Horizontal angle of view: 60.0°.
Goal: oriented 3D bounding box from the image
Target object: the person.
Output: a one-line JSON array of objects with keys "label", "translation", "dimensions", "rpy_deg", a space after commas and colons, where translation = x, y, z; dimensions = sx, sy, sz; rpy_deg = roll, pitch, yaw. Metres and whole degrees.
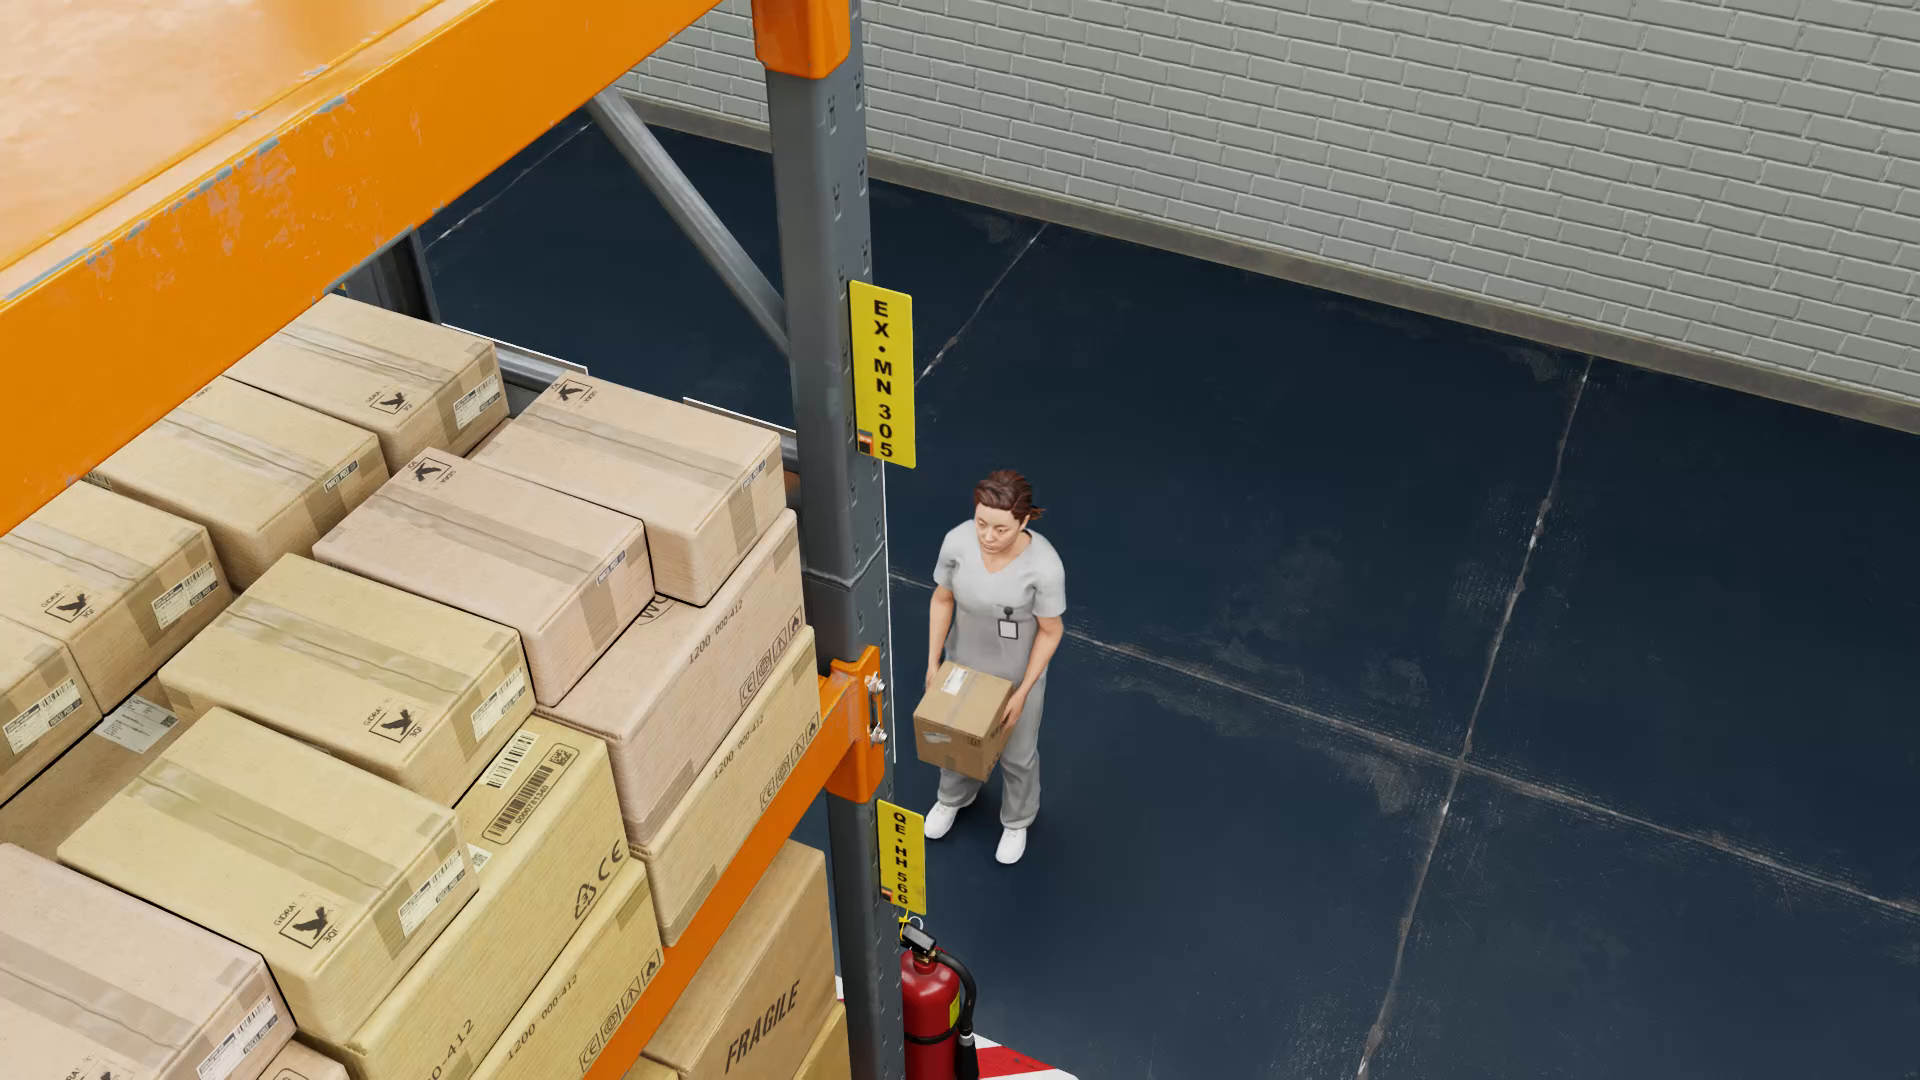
[{"label": "person", "translation": [0.110, 0.450, 5.662], "dimensions": [0.466, 1.676, 0.429], "rpy_deg": [17, 45, 18]}]
